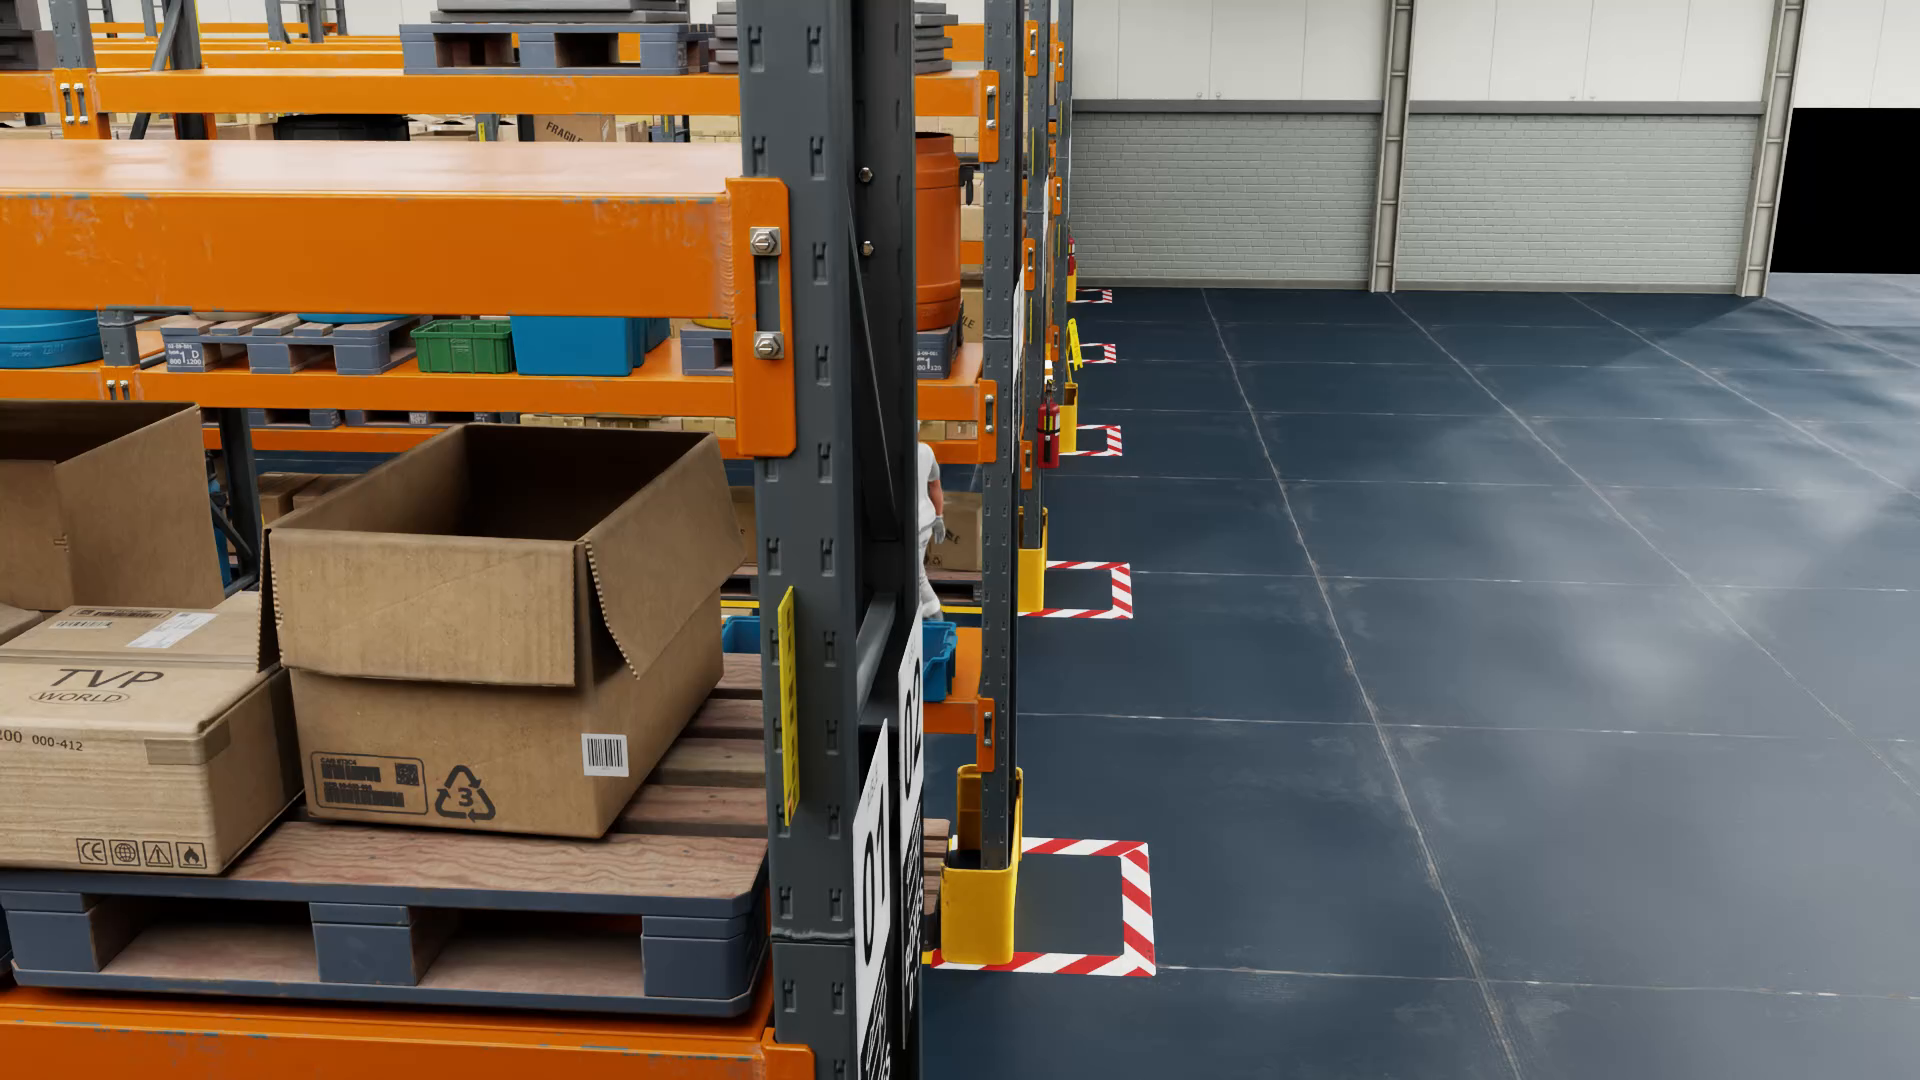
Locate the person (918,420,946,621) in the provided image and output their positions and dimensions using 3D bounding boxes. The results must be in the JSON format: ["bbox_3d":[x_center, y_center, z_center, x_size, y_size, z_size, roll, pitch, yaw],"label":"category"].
[{"bbox_3d":[-0.356,-0.087,11.795,0.586,1.778,0.586,11,20,31],"label":"person"}]
